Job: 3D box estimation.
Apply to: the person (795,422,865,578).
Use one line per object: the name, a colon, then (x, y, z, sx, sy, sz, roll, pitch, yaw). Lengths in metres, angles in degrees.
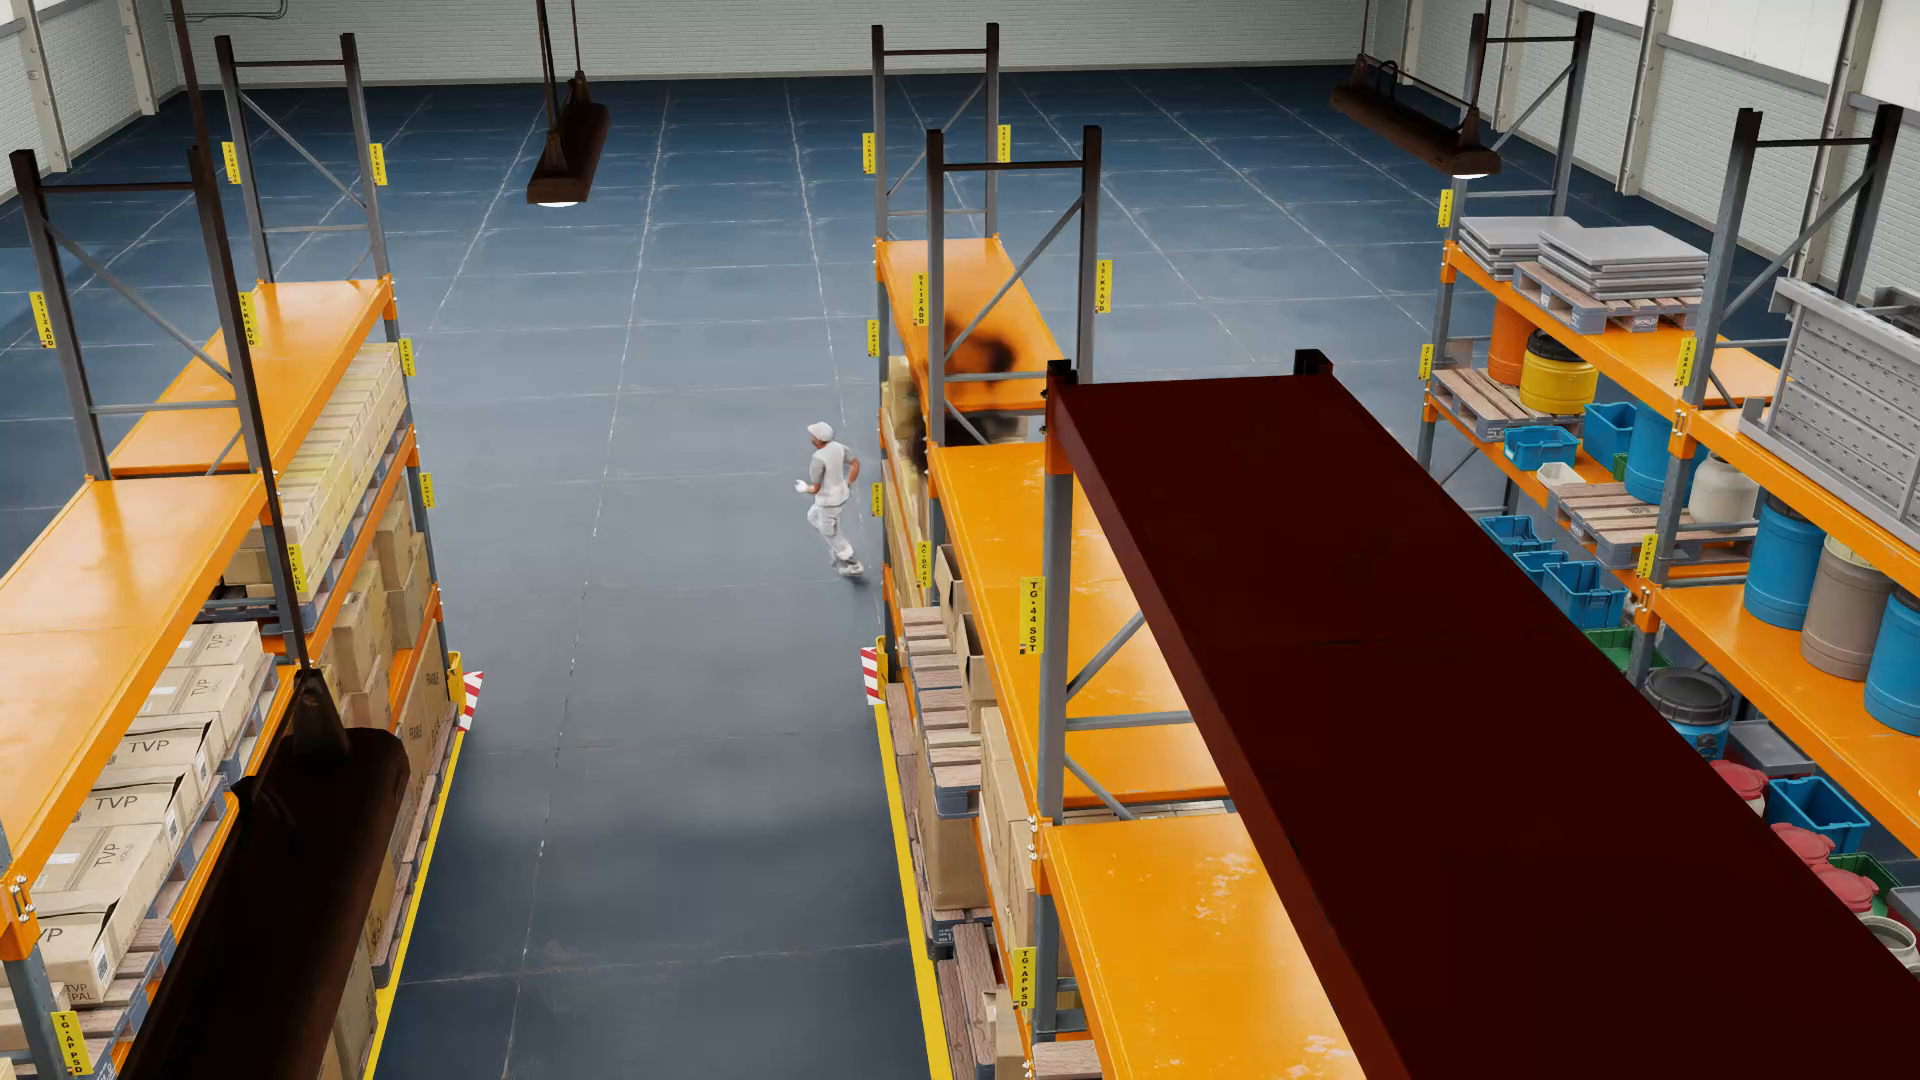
person: (-1.368, -0.428, 17.358, 0.748, 1.710, 0.583, 10, 27, 20)

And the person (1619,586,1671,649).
person: (6.186, 0.648, 15.026, 0.669, 1.816, 0.843, -6, 26, -12)
